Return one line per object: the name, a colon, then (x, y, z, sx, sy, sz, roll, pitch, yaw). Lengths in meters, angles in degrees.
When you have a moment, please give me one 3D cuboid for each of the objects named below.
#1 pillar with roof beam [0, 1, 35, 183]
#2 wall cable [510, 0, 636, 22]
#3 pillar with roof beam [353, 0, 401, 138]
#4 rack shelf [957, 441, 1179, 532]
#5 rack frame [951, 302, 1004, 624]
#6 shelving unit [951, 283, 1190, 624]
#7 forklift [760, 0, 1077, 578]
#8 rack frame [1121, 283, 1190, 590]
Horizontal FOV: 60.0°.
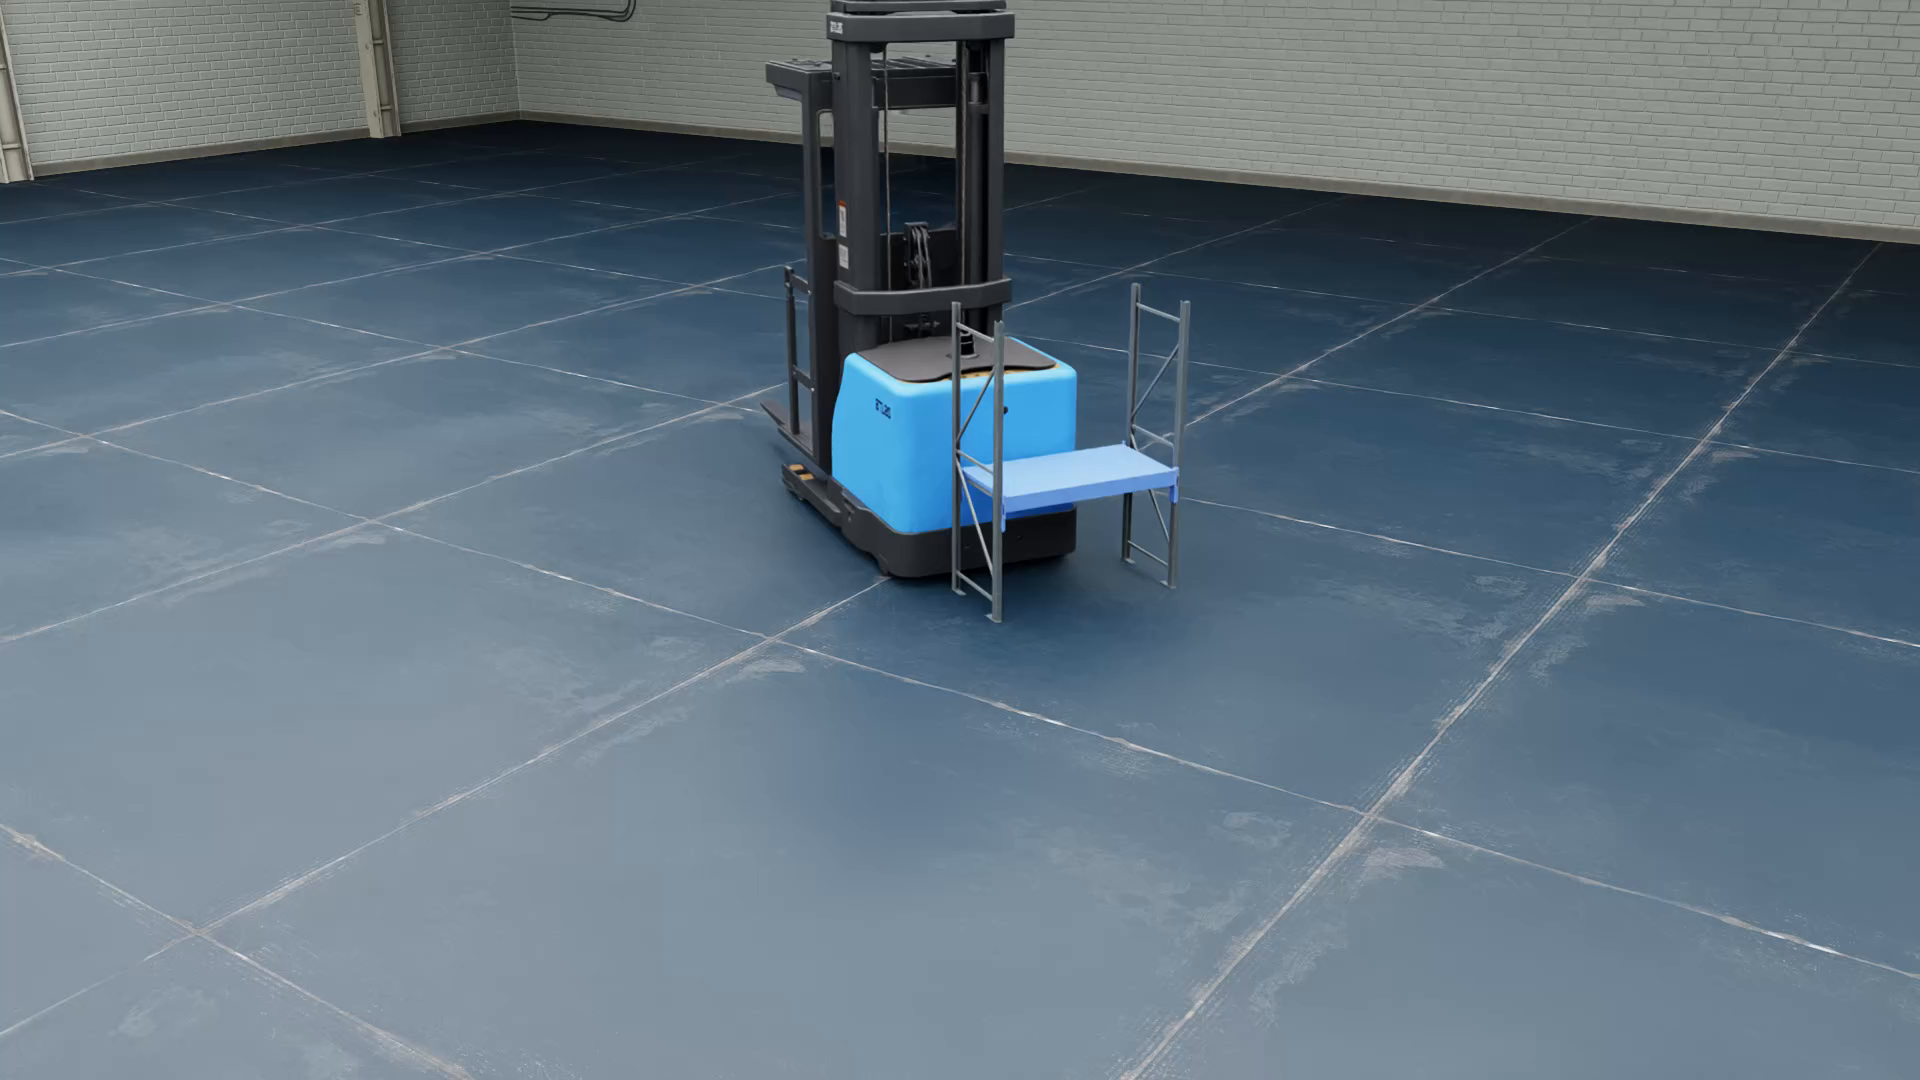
pillar with roof beam: (-9.124, -8.200, 18.463, 9.100, 9.000, 0.400, 13, 24, 32)
wall cable: (-6.562, -9.892, 27.513, 3.097, 2.526, 0.112, 13, 24, 32)
pillar with roof beam: (-5.751, -9.922, 23.117, 9.100, 9.000, 0.400, 13, 24, 32)
rack shelf: (0.538, -0.280, 8.379, 1.000, 0.185, 0.538, -10, 22, -24)
rack frame: (0.081, -0.372, 8.107, 0.032, 1.500, 0.500, -10, 22, -24)
shelving unit: (0.538, -0.449, 8.316, 1.048, 1.500, 0.538, -10, 22, -24)
forklift: (-0.426, -1.656, 9.517, 1.130, 2.935, 3.031, -8, 22, -22)
rack frame: (0.995, -0.526, 8.525, 0.032, 1.500, 0.500, -10, 22, -24)
